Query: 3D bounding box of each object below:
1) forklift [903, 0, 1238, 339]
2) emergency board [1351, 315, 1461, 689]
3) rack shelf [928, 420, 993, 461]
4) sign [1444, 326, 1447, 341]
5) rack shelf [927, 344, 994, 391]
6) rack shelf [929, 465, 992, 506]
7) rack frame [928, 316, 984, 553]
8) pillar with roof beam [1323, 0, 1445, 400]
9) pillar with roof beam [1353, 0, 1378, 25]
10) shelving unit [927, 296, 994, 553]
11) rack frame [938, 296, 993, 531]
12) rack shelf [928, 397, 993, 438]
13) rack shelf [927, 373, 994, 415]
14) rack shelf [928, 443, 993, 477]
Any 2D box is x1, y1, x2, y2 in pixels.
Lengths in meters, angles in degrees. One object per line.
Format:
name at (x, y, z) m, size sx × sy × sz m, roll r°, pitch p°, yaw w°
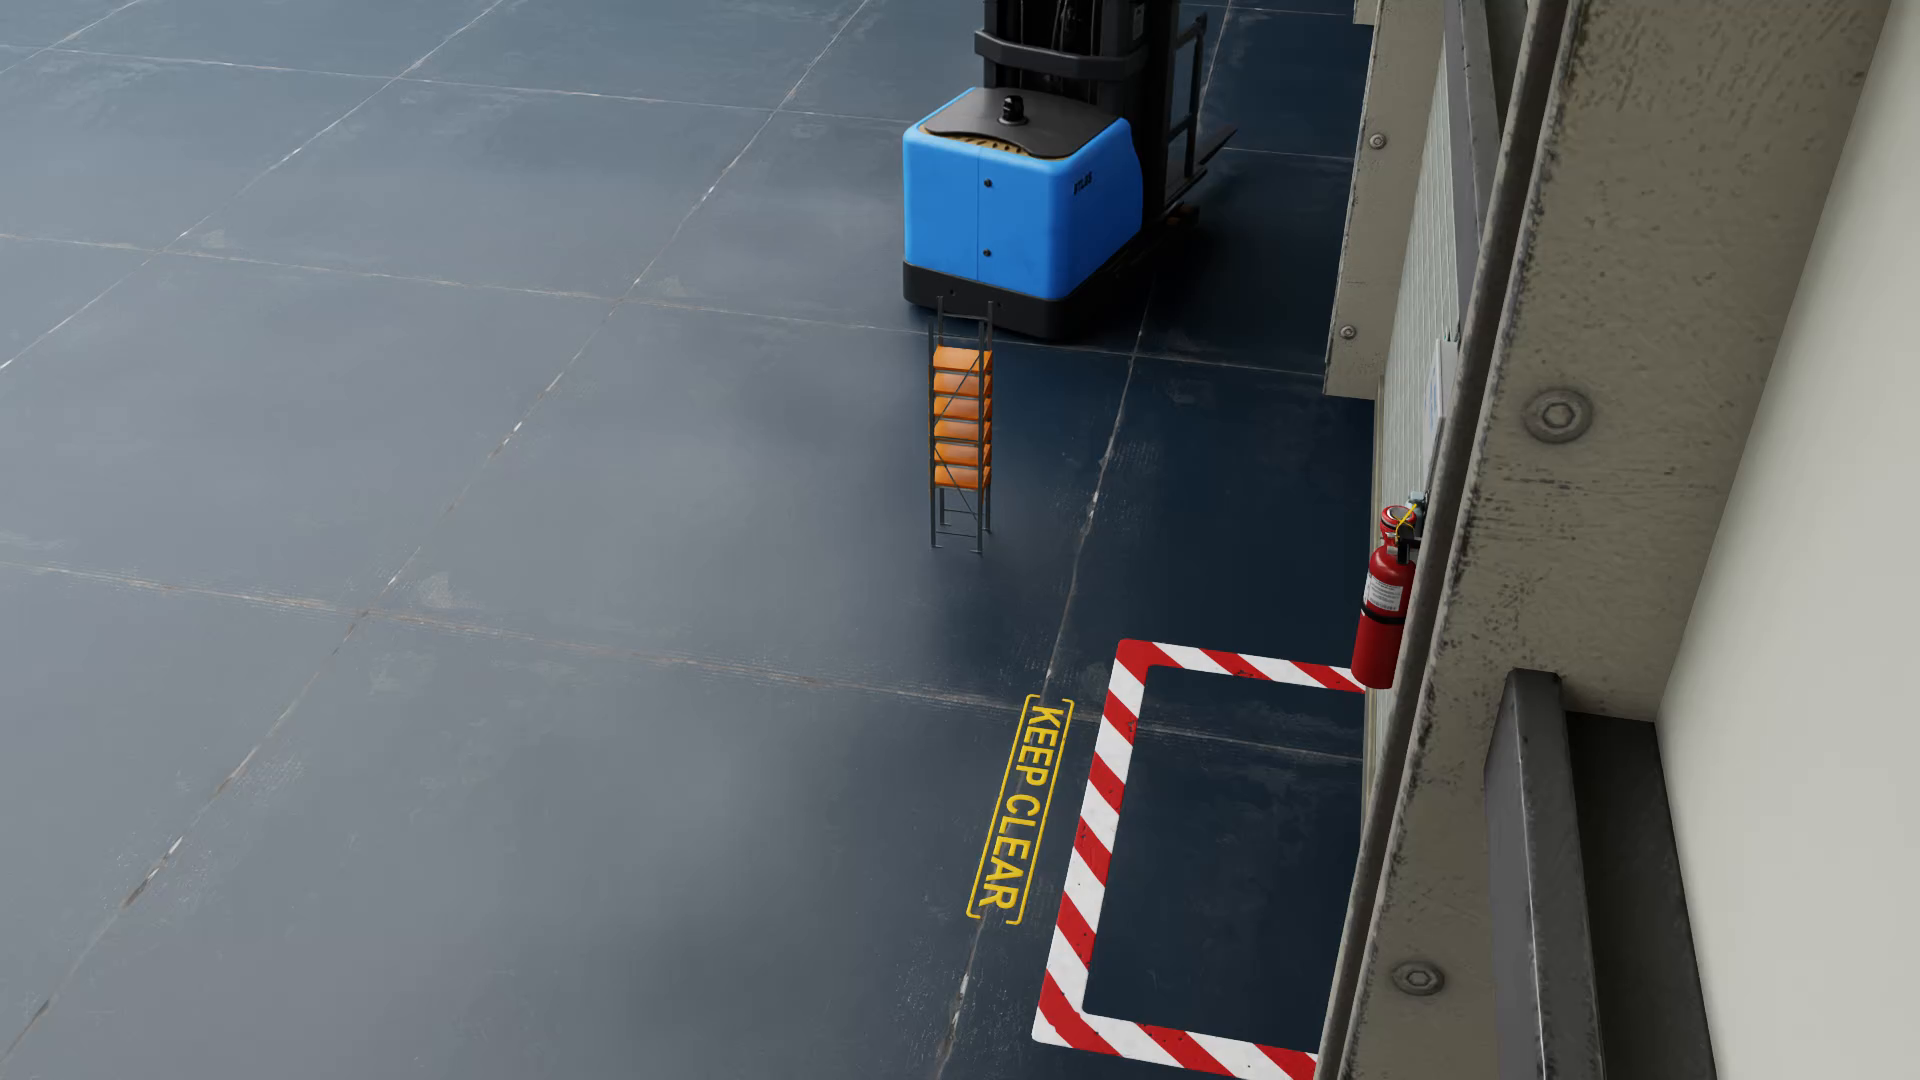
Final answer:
forklift at (0.840, -3.133, 9.575) m, size 1.130 × 2.935 × 3.031 m, roll 18°, pitch 40°, yaw 24°
emergency board at (1.400, -0.054, 5.269) m, size 0.194 × 1.169 × 0.643 m, roll 7°, pitch 37°, yaw 10°
rack shelf at (0.003, -0.458, 7.435) m, size 0.258 × 0.103 × 0.180 m, roll 7°, pitch 37°, yaw 10°
sign at (1.609, -0.586, 5.520) m, size 0.001 × 0.109 × 0.331 m, roll 7°, pitch 37°, yaw 10°
rack shelf at (0.003, -0.750, 7.224) m, size 0.258 × 0.103 × 0.180 m, roll 7°, pitch 37°, yaw 10°
rack shelf at (0.003, -0.264, 7.576) m, size 0.258 × 0.103 × 0.180 m, roll 7°, pitch 37°, yaw 10°
rack frame at (-0.016, -0.442, 7.337) m, size 0.240 × 1.200 × 0.006 m, roll 7°, pitch 37°, yaw 10°
pillar with roof beam at (-2.090, -5.051, 7.051) m, size 9.100 × 9.000 × 0.400 m, roll 7°, pitch 37°, yaw 10°
pillar with roof beam at (-0.808, -8.491, 11.797) m, size 9.100 × 9.000 × 0.400 m, roll 7°, pitch 37°, yaw 10°
shelving unit at (0.003, -0.494, 7.409) m, size 0.258 × 1.200 × 0.189 m, roll 7°, pitch 37°, yaw 10°
rack frame at (0.023, -0.547, 7.482) m, size 0.240 × 1.200 × 0.006 m, roll 7°, pitch 37°, yaw 10°
rack shelf at (0.003, -0.555, 7.365) m, size 0.258 × 0.103 × 0.180 m, roll 7°, pitch 37°, yaw 10°
rack shelf at (0.003, -0.652, 7.295) m, size 0.258 × 0.103 × 0.180 m, roll 7°, pitch 37°, yaw 10°
rack shelf at (0.003, -0.361, 7.506) m, size 0.258 × 0.103 × 0.180 m, roll 7°, pitch 37°, yaw 10°
